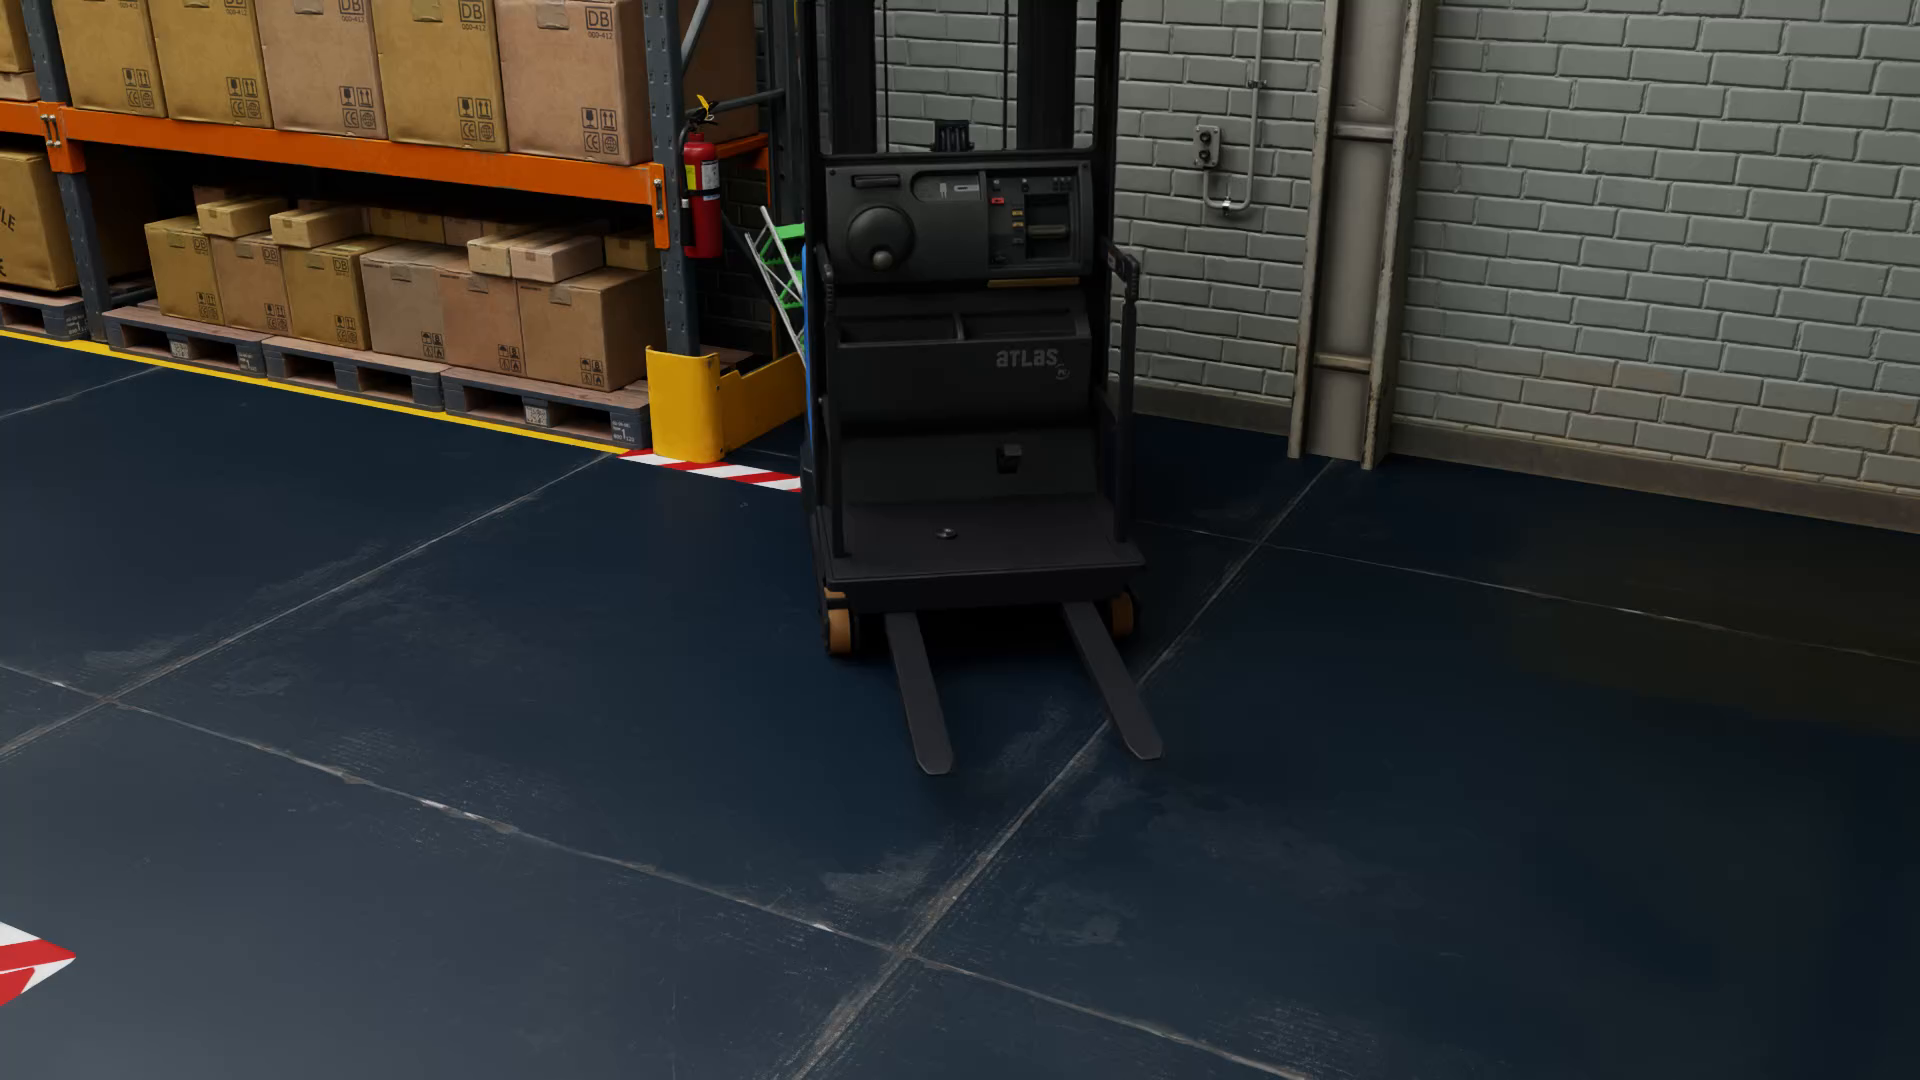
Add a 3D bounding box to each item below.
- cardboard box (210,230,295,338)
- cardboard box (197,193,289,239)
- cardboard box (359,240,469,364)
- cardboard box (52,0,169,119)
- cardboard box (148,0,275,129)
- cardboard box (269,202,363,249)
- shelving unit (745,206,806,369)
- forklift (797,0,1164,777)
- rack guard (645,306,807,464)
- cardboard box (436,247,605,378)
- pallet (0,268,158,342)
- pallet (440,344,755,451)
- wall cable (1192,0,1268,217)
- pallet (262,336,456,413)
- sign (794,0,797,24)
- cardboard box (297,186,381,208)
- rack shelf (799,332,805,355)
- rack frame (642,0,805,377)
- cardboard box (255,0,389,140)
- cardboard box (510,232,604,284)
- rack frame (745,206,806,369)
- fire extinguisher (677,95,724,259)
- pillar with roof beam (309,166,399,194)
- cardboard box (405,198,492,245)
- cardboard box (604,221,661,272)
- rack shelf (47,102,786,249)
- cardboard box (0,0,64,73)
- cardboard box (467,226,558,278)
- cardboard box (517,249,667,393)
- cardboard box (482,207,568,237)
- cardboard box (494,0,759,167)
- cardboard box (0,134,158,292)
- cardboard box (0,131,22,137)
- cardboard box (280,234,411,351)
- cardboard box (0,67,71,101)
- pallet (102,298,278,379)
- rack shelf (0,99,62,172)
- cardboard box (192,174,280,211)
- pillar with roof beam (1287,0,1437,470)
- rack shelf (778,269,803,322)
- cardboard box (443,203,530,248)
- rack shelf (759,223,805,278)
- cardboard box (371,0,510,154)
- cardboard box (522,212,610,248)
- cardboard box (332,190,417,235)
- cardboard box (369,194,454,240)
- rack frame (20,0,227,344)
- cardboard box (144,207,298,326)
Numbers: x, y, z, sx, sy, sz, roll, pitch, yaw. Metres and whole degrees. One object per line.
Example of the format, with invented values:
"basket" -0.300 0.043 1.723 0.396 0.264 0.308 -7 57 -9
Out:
"cardboard box" -3.551 -1.448 8.980 0.500 0.500 0.700 11 25 24
"cardboard box" -3.774 -1.712 8.772 0.250 0.149 0.380 12 26 26
"cardboard box" -2.614 -1.265 8.550 0.500 0.500 0.700 10 25 23
"cardboard box" -4.142 -2.700 8.882 0.700 0.700 0.980 12 26 25
"cardboard box" -3.493 -2.569 8.574 0.700 0.700 0.980 11 25 23
"cardboard box" -3.308 -1.620 8.556 0.250 0.149 0.380 10 25 23
"shelving unit" -0.525 -1.029 7.813 0.503 1.200 0.258 -16 -16 -34
"forklift" 0.035 -1.093 5.575 1.130 2.935 3.031 -3 23 -7
"rack guard" -1.027 -0.802 7.997 0.348 0.500 1.175 11 25 25
"cardboard box" -2.165 -1.177 8.341 0.500 0.500 0.700 11 25 24
"pallet" -5.341 -1.490 9.983 1.213 0.211 1.003 11 25 25
"pallet" -1.798 -0.787 8.332 1.213 0.211 1.003 11 25 25
"wall cable" 0.521 -2.528 7.565 1.851 1.984 0.084 11 25 25
"pallet" -2.882 -1.003 8.839 1.213 0.211 1.003 11 25 25
"sign" -0.793 -2.584 7.787 0.005 0.325 0.100 11 25 25
"cardboard box" -3.331 -1.793 8.962 0.250 0.149 0.380 10 25 23
"rack shelf" -0.498 -0.973 7.798 0.480 0.148 0.258 -16 -16 -34
"rack frame" -1.049 -1.957 7.518 0.127 3.000 1.000 11 25 25
"cardboard box" -2.839 -2.444 8.280 0.700 0.700 0.980 10 25 22
"cardboard box" -1.916 -1.346 7.910 0.250 0.149 0.380 11 25 24
"rack frame" -0.720 -0.974 7.678 0.015 1.200 0.240 -16 -16 -34
"fire extinguisher" -1.122 -1.562 7.165 0.183 0.674 0.296 11 25 25
"pillar with roof beam" -5.546 -4.099 4.889 0.400 9.000 9.100 11 25 25
"cardboard box" -2.649 -1.658 8.644 0.250 0.149 0.380 11 26 25
"cardboard box" -1.517 -1.435 8.119 0.250 0.149 0.380 11 26 25
"rack shelf" -2.834 -1.979 8.489 4.000 0.370 1.077 11 25 25
"cardboard box" -5.144 -2.849 9.082 0.500 0.500 0.500 11 25 24
"cardboard box" -2.144 -1.391 8.016 0.250 0.149 0.380 12 26 26
"cardboard box" -1.719 -1.088 8.134 0.500 0.500 0.700 11 25 25
"cardboard box" -2.192 -1.568 8.433 0.250 0.149 0.380 11 26 25
"cardboard box" -1.509 -2.181 7.663 0.700 0.700 0.980 12 26 27
"cardboard box" -5.257 -1.936 9.681 0.750 0.750 0.750 12 26 25
"cardboard box" -6.052 -2.092 10.047 0.750 0.750 0.750 12 26 26
"cardboard box" -3.094 -1.357 8.765 0.500 0.500 0.700 12 26 26
"cardboard box" -5.048 -2.517 9.132 0.250 0.149 0.380 11 26 25
"pallet" -3.975 -1.218 9.345 1.213 0.211 1.003 11 25 25
"rack shelf" -6.403 -2.685 10.150 4.000 0.370 1.077 11 25 25
"cardboard box" -4.037 -1.932 9.288 0.250 0.149 0.380 11 25 24
"pillar with roof beam" -0.191 -3.039 2.398 0.400 9.000 9.100 11 25 25
"rack shelf" -0.597 -1.184 7.854 0.480 0.148 0.258 -16 -16 -34
"cardboard box" -2.420 -1.613 8.538 0.250 0.149 0.380 12 26 25
"rack shelf" -0.697 -1.395 7.911 0.480 0.148 0.258 -16 -16 -34
"cardboard box" -2.163 -2.306 7.956 0.700 0.700 0.980 11 25 24
"cardboard box" -1.969 -1.524 8.329 0.250 0.149 0.380 11 26 25
"cardboard box" -3.106 -1.748 8.856 0.250 0.149 0.380 11 26 25
"cardboard box" -2.875 -1.703 8.750 0.250 0.149 0.380 11 25 24
"rack frame" -4.619 -2.663 9.179 0.127 3.000 1.000 11 25 25
"cardboard box" -3.997 -1.538 9.191 0.500 0.500 0.700 12 26 25
